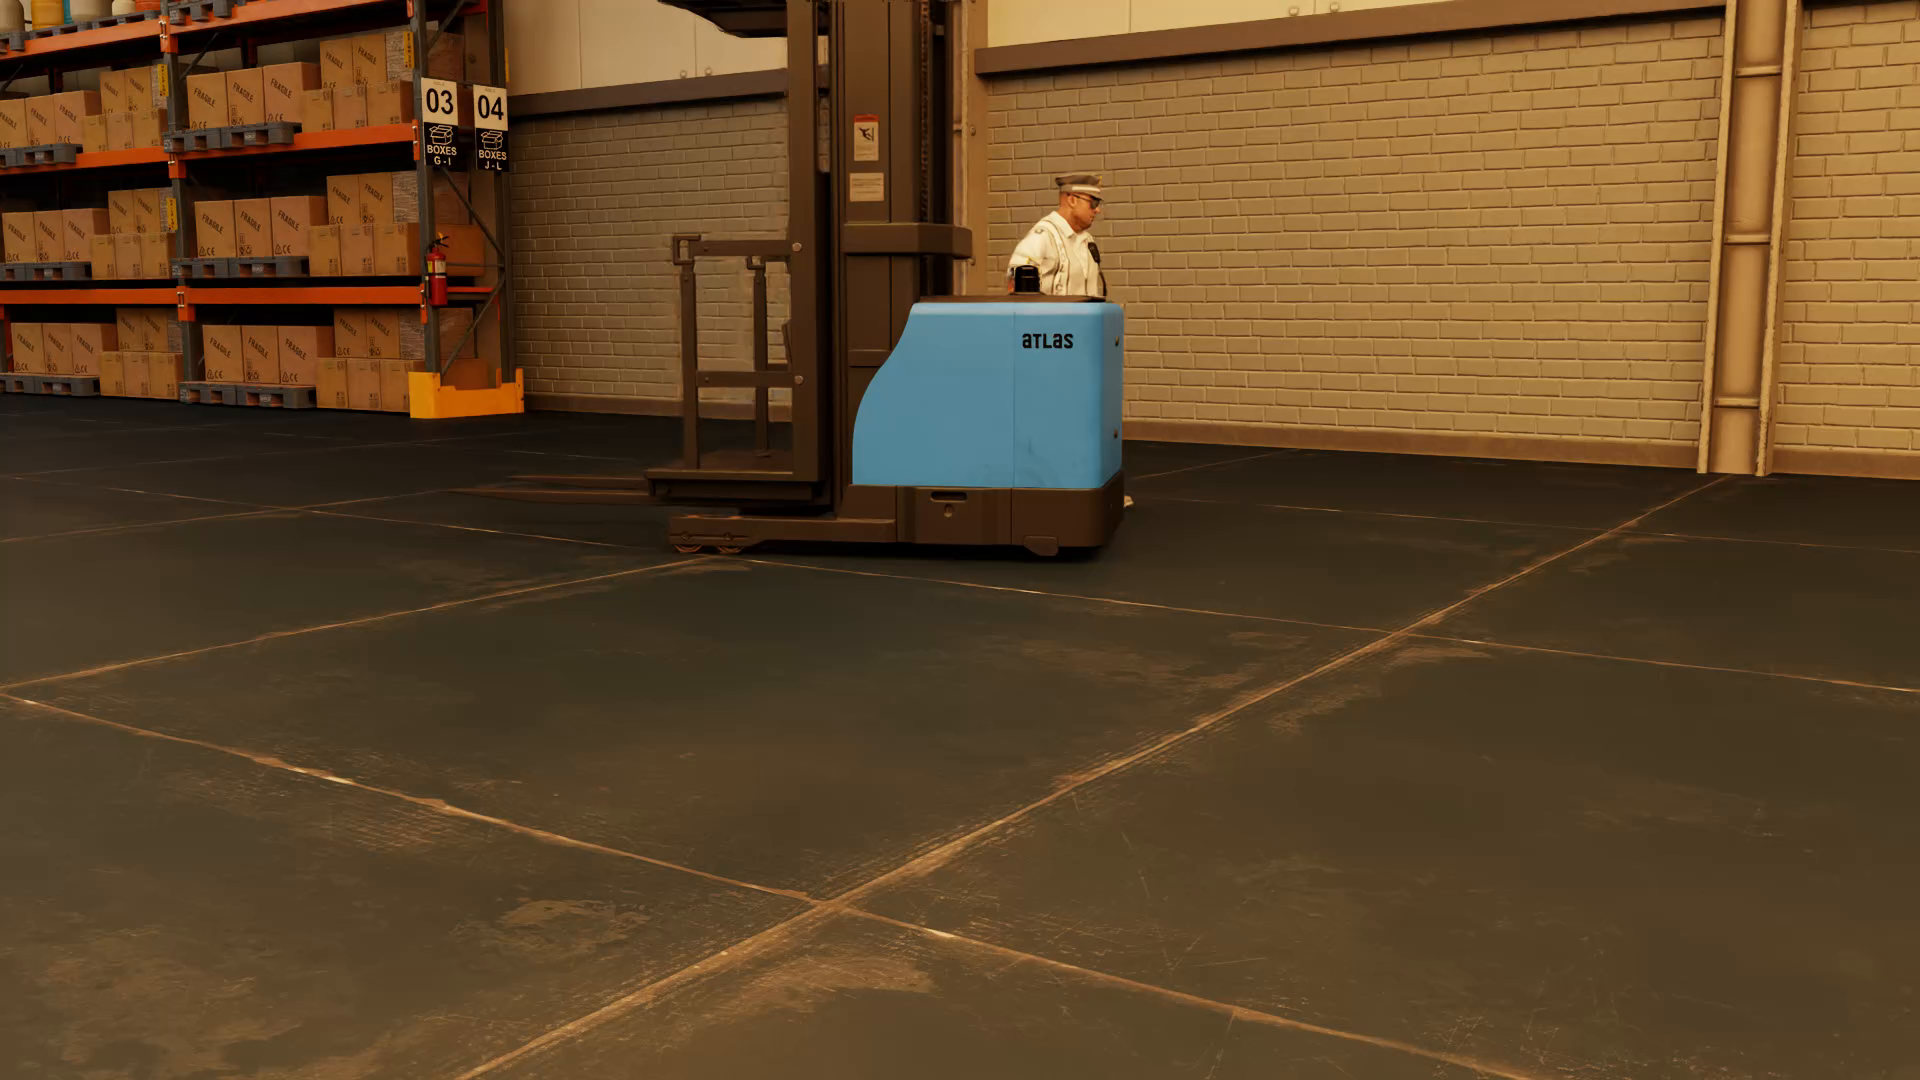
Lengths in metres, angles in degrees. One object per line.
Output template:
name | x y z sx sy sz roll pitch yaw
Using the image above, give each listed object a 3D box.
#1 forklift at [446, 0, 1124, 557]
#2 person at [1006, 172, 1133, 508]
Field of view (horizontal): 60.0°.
forklift | -0.802 -1.460 7.460 3.031 2.935 1.130 2 8 11
person | 0.529 -0.982 8.439 0.409 1.718 0.858 6 10 35
